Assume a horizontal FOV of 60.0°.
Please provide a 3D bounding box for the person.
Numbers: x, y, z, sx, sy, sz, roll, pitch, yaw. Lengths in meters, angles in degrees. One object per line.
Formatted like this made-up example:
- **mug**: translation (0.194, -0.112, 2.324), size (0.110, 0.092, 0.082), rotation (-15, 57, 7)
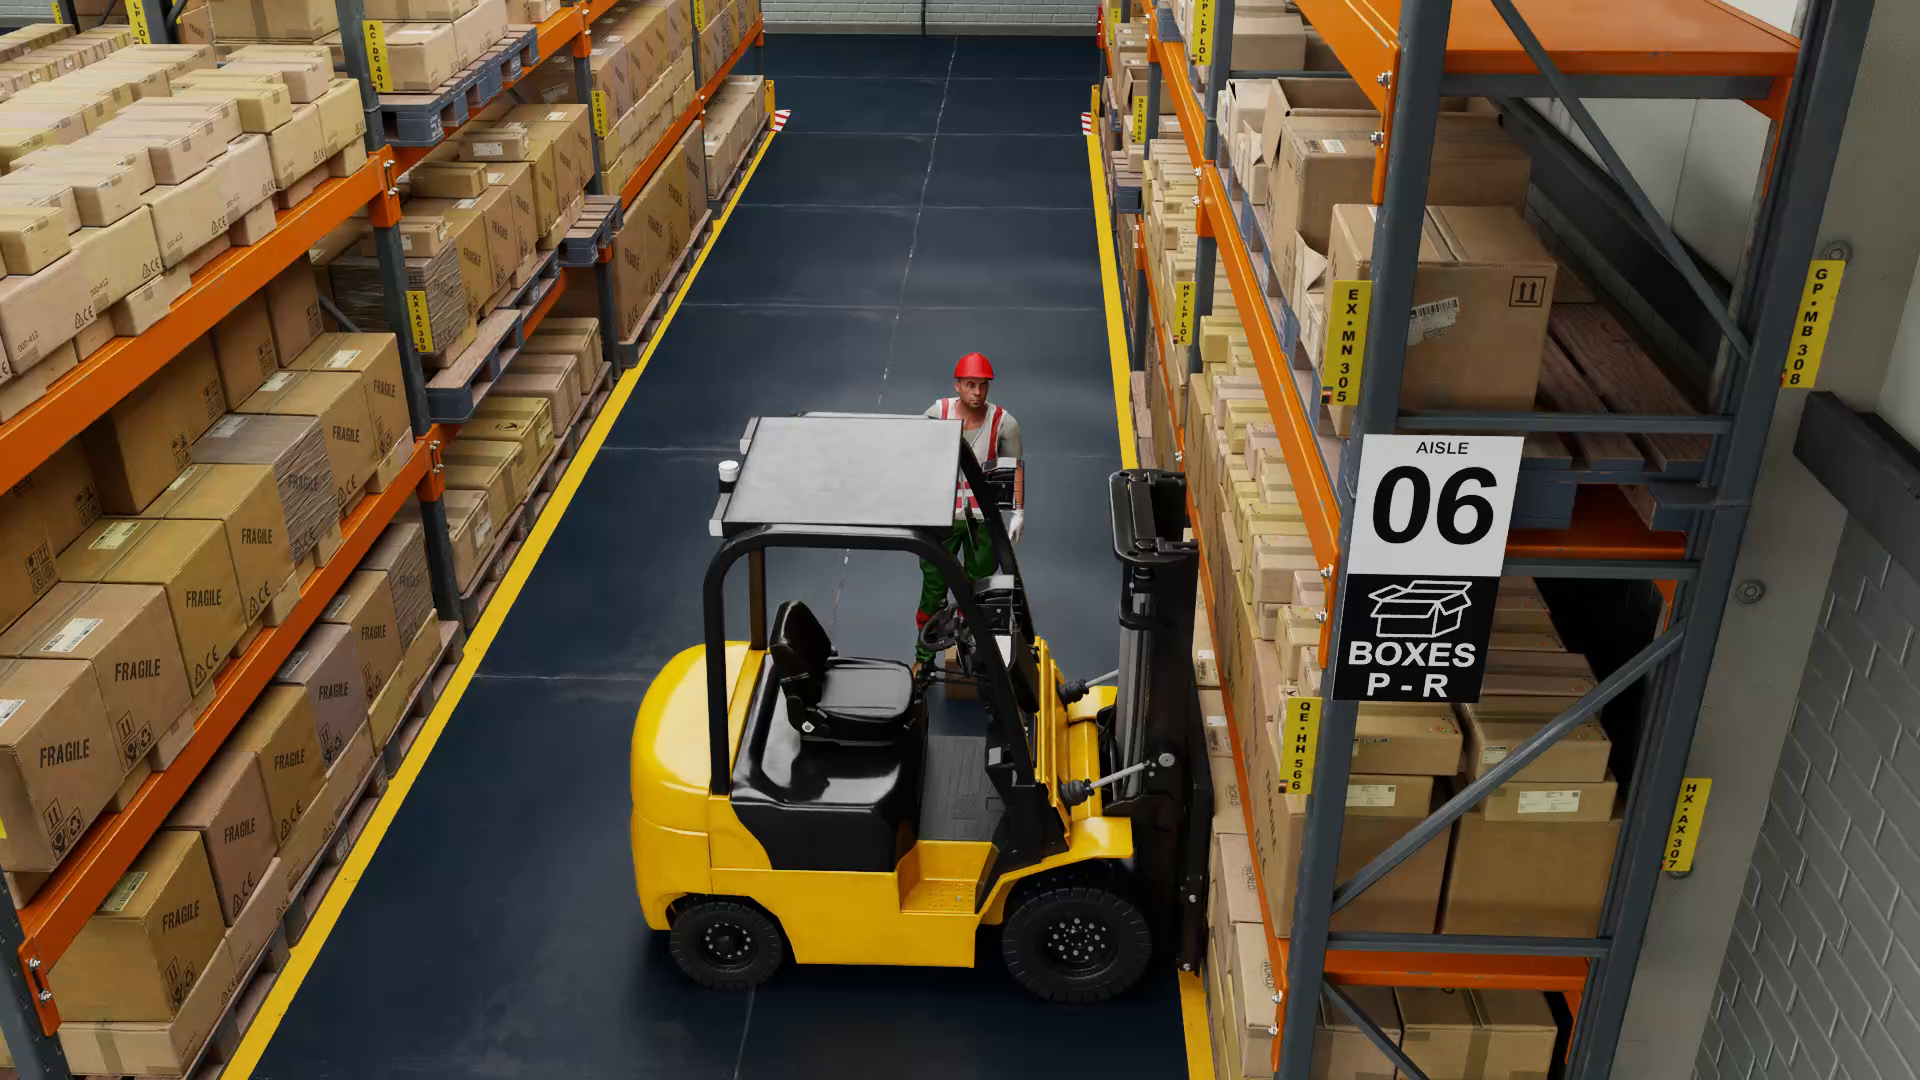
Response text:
- **person**: translation (0.019, -0.093, 8.756), size (0.637, 1.785, 0.562), rotation (1, 28, 2)
